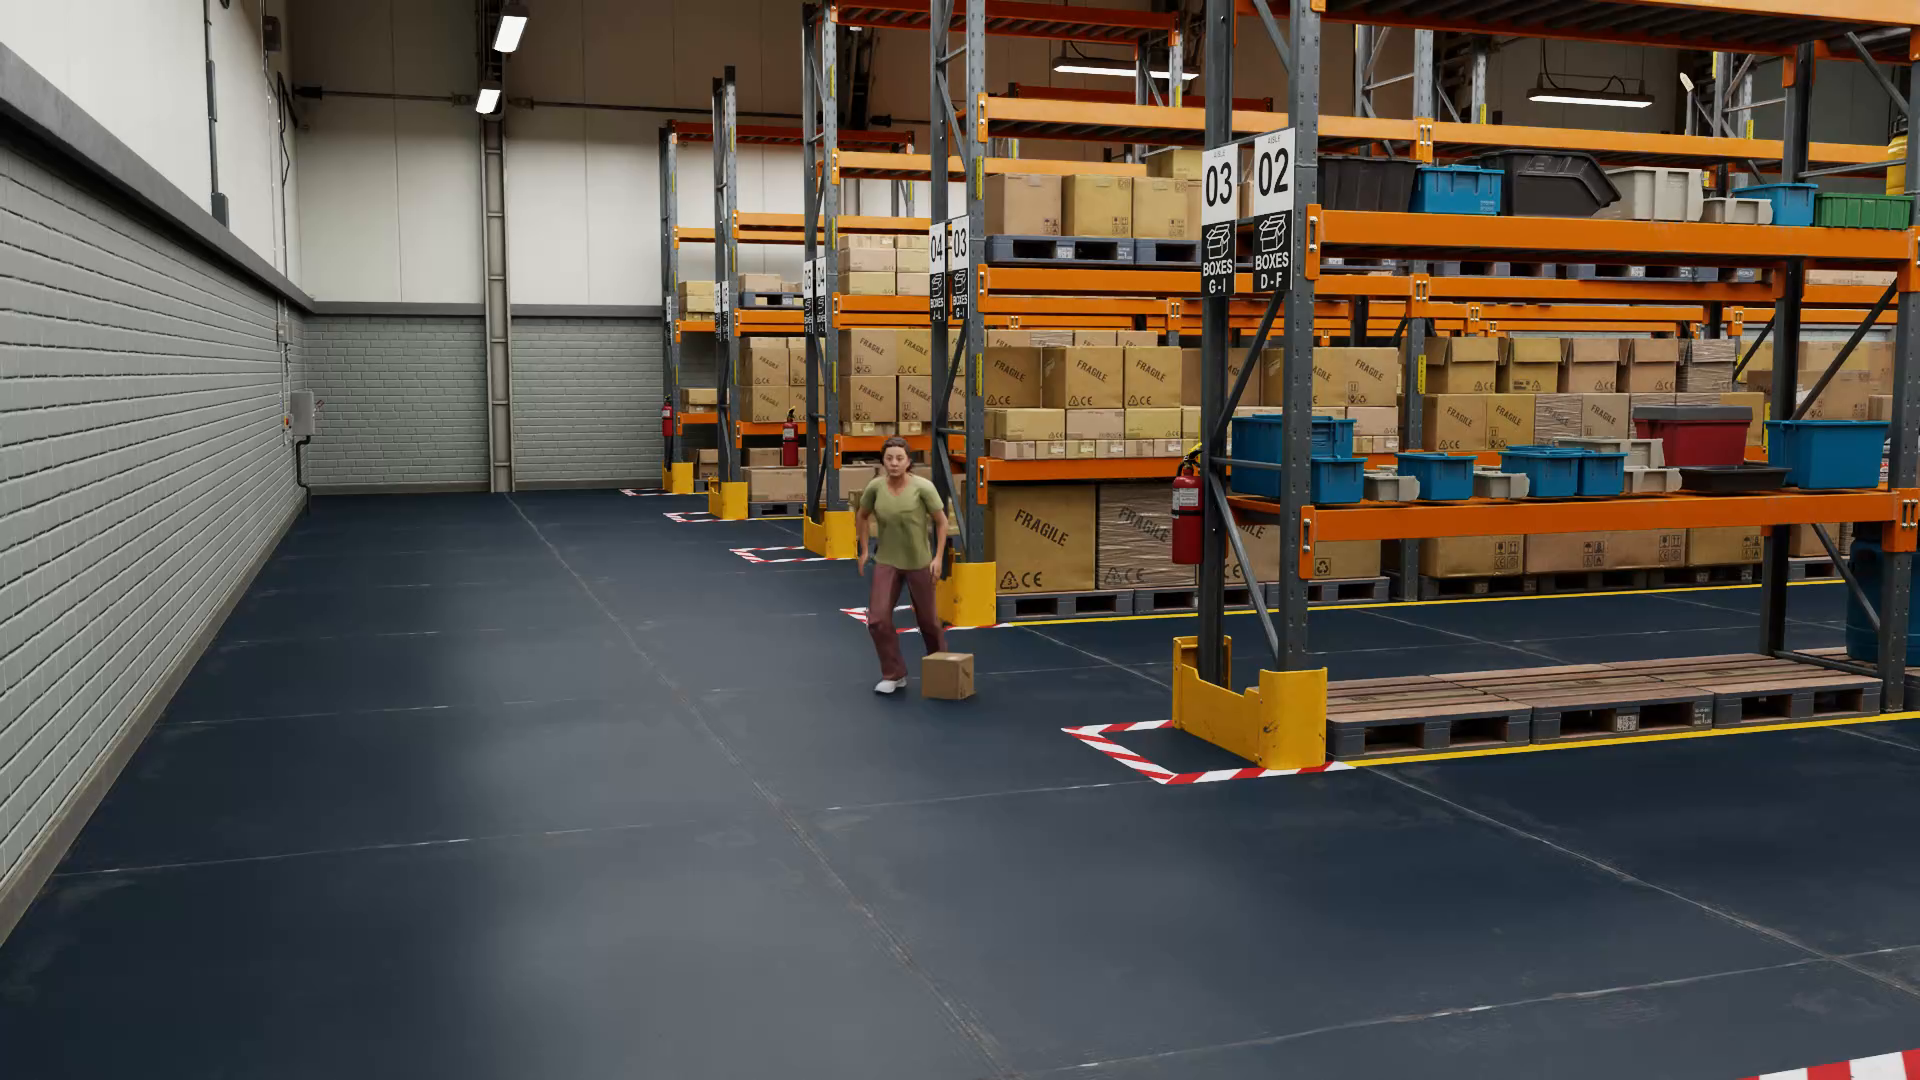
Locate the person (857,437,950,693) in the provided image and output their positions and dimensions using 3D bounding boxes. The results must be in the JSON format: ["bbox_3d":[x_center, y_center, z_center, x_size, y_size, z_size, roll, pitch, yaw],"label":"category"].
[{"bbox_3d":[-0.336,0.144,10.480,0.607,1.605,0.745,1,6,12],"label":"person"}]
